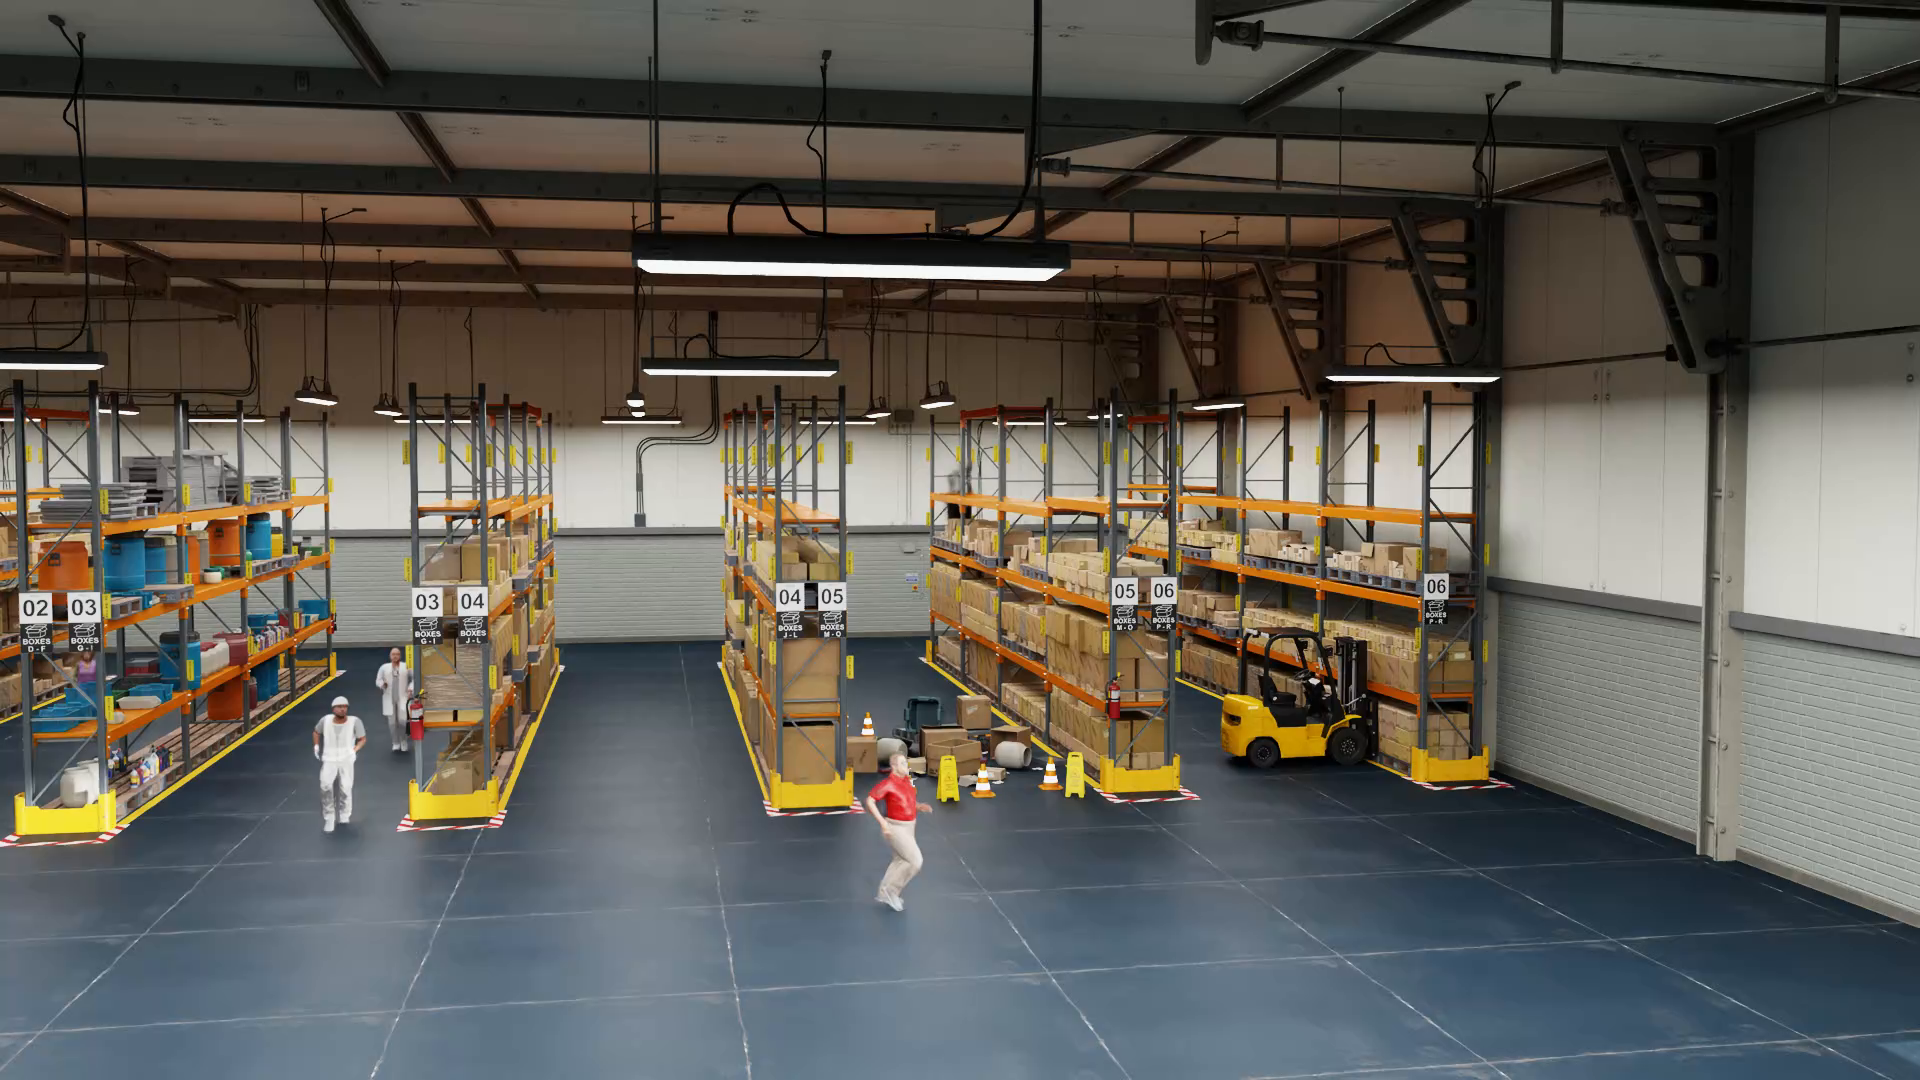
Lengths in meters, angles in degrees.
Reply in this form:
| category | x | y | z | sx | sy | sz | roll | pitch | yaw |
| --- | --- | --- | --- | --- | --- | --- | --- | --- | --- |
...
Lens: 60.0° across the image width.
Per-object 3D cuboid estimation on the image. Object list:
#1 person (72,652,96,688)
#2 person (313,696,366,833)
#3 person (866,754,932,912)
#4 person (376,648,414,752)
| category | x | y | z | sx | sy | sz | roll | pitch | yaw |
| --- | --- | --- | --- | --- | --- | --- | --- | --- | --- |
| person | -15.736 | 2.716 | 30.017 | 0.521 | 1.550 | 0.577 | -1 | 3 | -23 |
| person | -8.338 | 2.995 | 22.329 | 0.690 | 1.803 | 0.670 | -1 | 3 | -14 |
| person | -0.633 | 3.218 | 18.310 | 0.685 | 1.721 | 0.637 | 1 | 3 | 21 |
| person | -9.471 | 2.708 | 27.965 | 0.694 | 1.765 | 0.676 | -1 | 3 | -12 |
